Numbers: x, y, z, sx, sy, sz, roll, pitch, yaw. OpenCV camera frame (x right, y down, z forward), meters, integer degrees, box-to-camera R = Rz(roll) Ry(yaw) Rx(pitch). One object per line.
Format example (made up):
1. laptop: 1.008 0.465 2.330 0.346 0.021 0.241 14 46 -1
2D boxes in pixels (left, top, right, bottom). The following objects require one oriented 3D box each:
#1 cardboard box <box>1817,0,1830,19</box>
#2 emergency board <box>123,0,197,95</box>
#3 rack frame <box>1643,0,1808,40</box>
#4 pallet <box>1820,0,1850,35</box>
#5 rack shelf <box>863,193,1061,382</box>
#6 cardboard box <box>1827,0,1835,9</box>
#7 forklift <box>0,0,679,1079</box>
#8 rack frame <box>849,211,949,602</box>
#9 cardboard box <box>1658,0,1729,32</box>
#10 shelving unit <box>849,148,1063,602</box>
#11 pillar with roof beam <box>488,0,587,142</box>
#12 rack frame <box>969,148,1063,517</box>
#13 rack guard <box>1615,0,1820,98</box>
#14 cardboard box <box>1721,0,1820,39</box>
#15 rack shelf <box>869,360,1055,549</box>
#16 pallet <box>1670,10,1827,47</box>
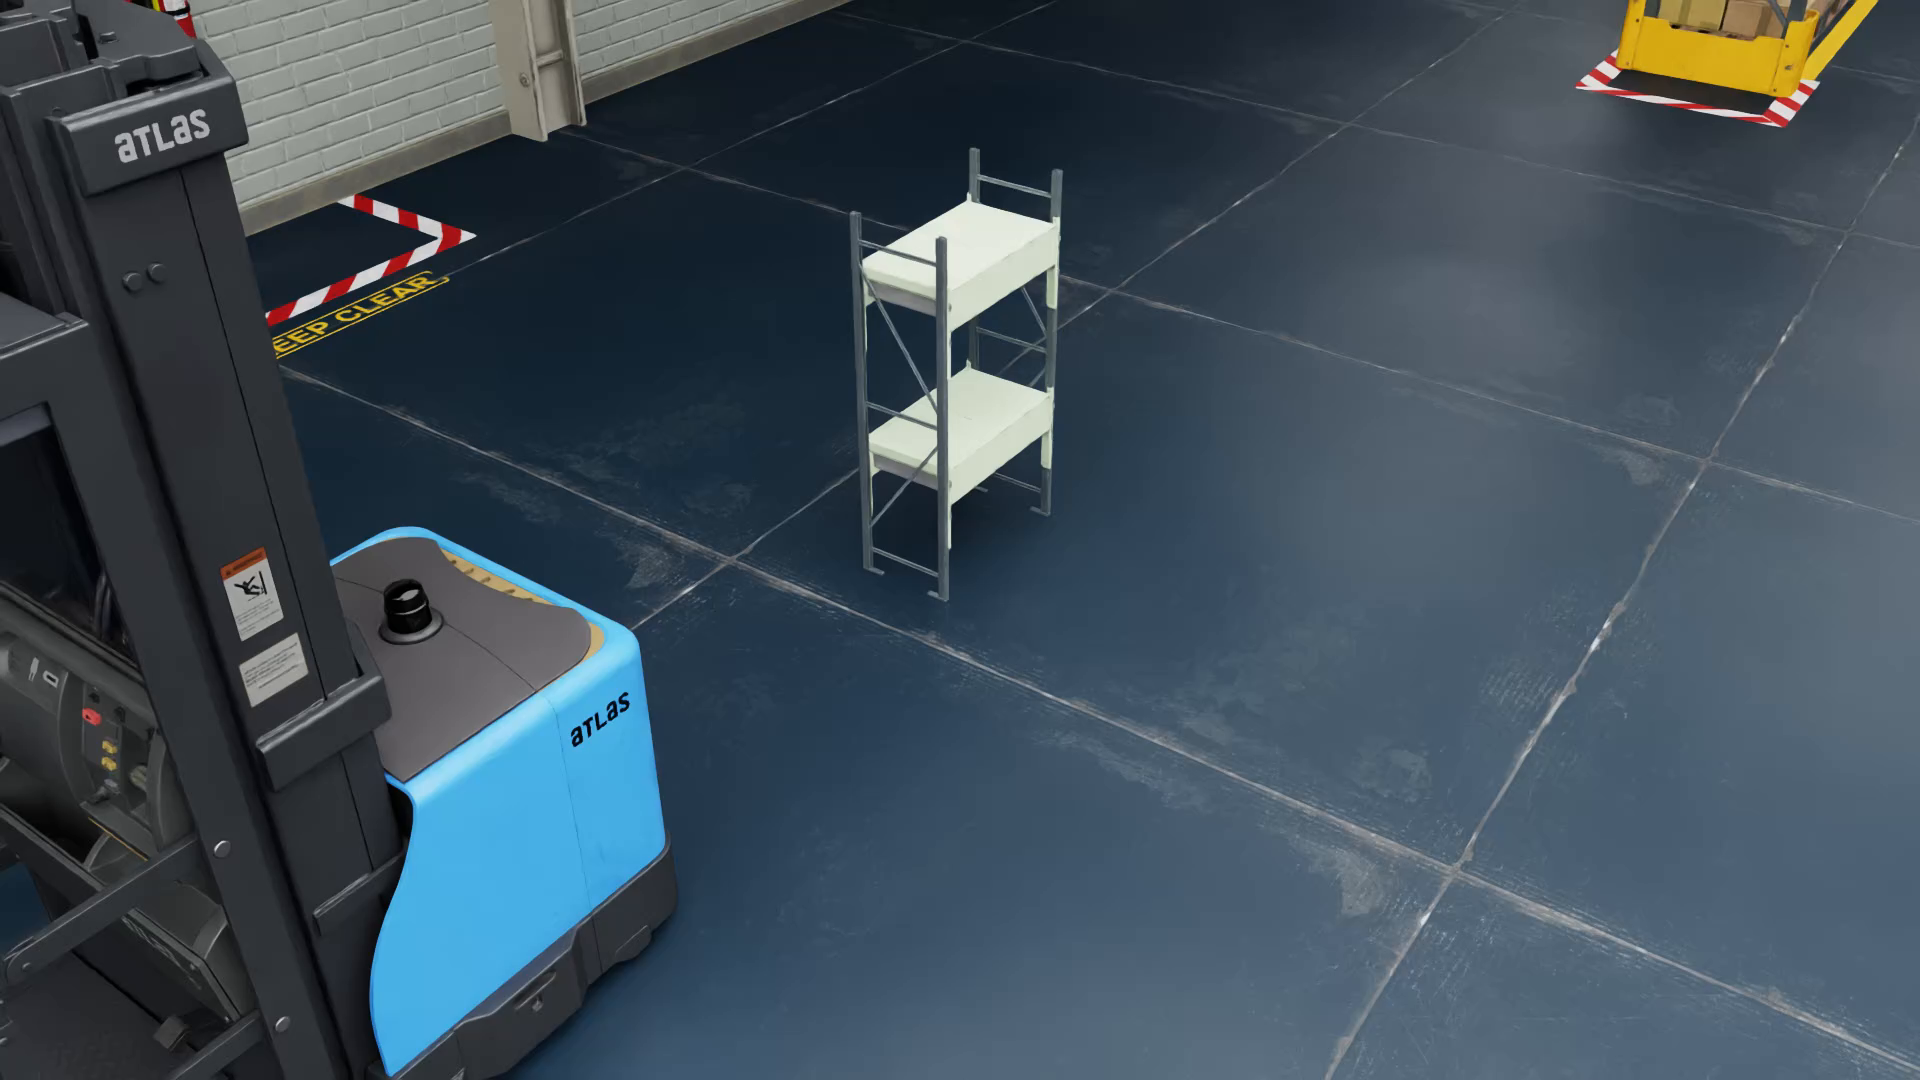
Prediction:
1. cardboard box: 5.937 -3.907 11.929 0.500 0.250 0.500 21 39 28
2. emergency board: -4.079 -2.758 8.150 0.194 1.169 0.643 21 39 28
3. rack frame: 5.166 -4.465 10.675 1.000 3.000 0.127 21 39 28
4. pallet: 6.264 -4.234 12.823 1.003 0.211 1.213 21 39 28
5. rack shelf: -0.004 -0.941 6.107 0.431 0.370 0.720 21 39 28
6. cardboard box: 6.222 -4.137 12.269 0.500 0.250 0.500 21 39 28
7. forklift: -2.116 0.439 3.485 1.130 2.935 3.031 22 40 29
8. rack frame: -0.212 -0.450 6.076 0.400 1.500 0.023 21 39 28
9. cardboard box: 5.229 -3.841 11.832 0.500 0.250 0.500 21 39 28
10. shelving unit: -0.004 -0.618 6.325 0.431 1.500 0.755 21 39 28
11. pillar with roof beam: 0.898 -4.993 6.100 9.100 9.000 0.400 21 39 28
12. rack frame: 0.205 -0.787 6.574 0.400 1.500 0.023 21 39 28
13. rack guard: 5.152 -3.418 11.359 1.175 0.500 0.348 21 39 28
14. cardboard box: 5.655 -3.676 11.587 0.500 0.250 0.500 21 39 28
15. rack shelf: -0.004 -0.348 6.508 0.431 0.370 0.720 21 39 28
16. pallet: 5.568 -3.675 11.996 1.003 0.211 1.213 21 39 28
